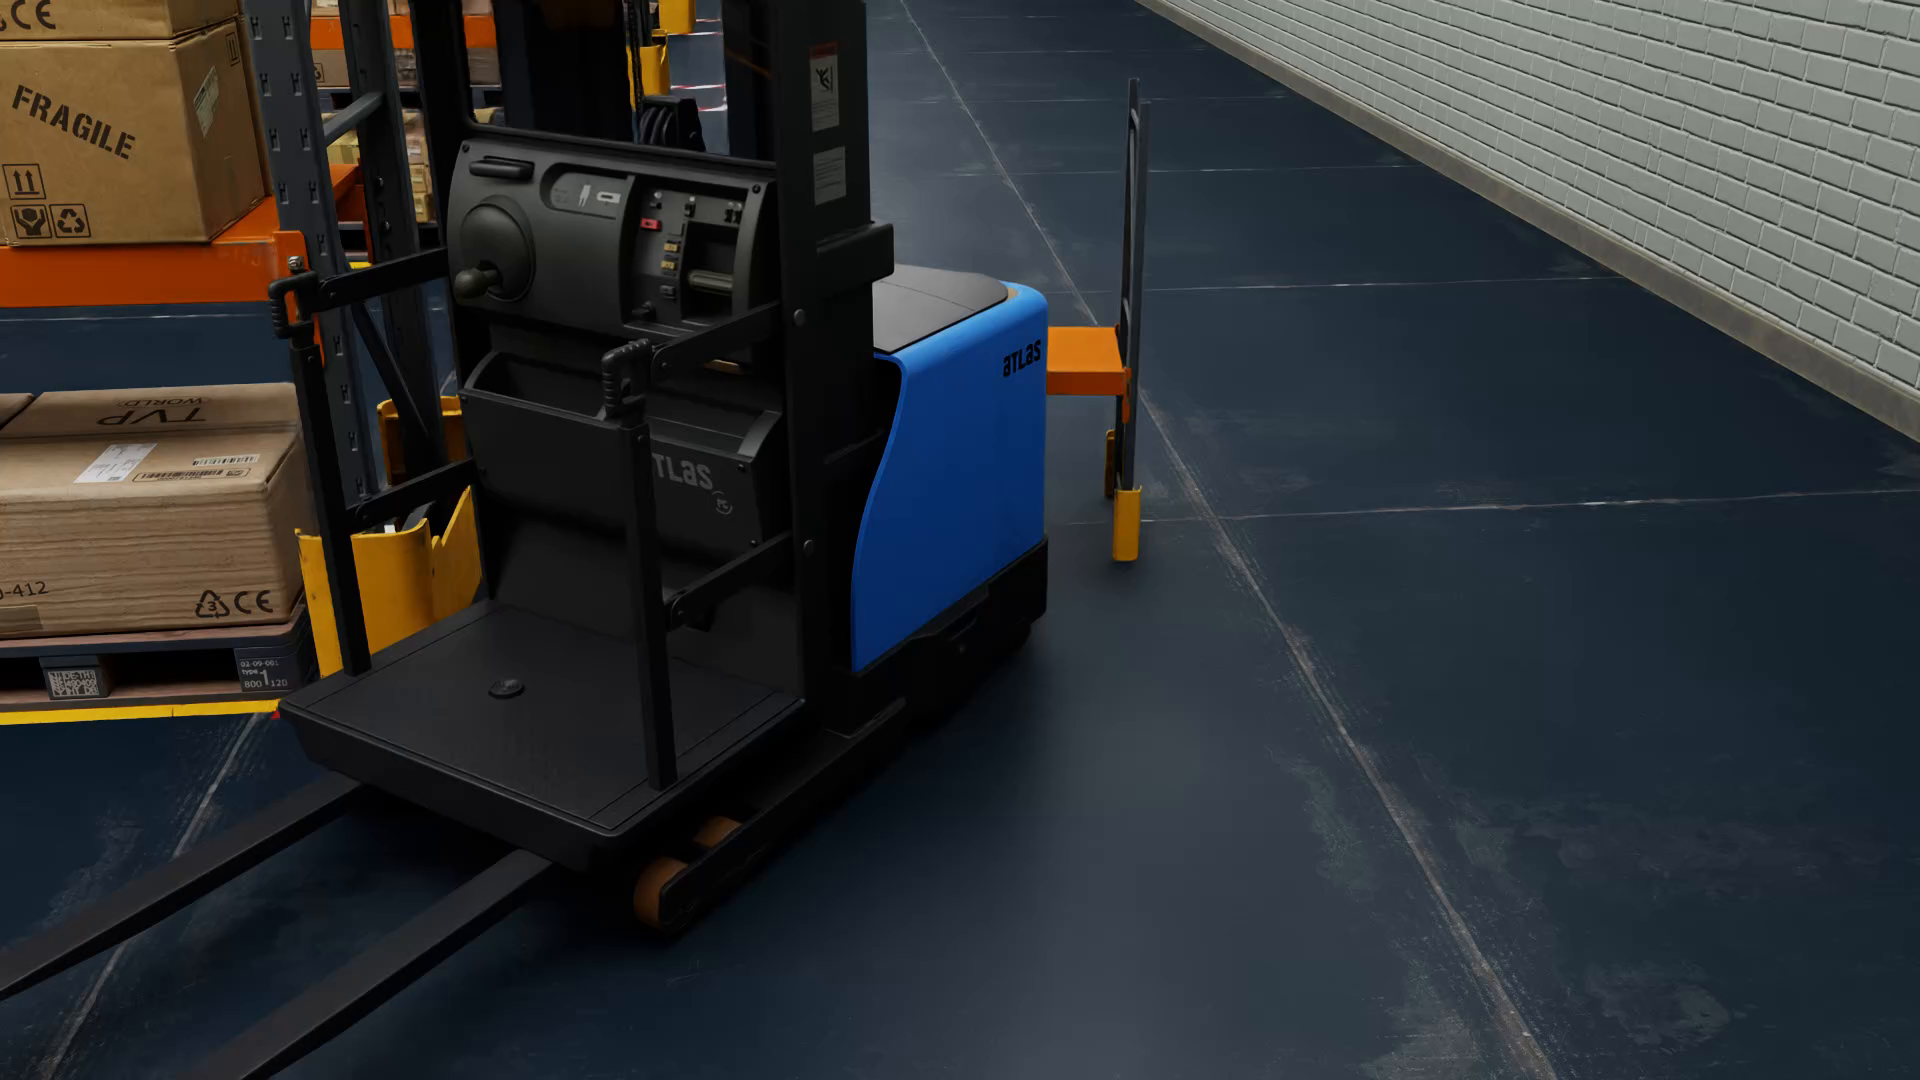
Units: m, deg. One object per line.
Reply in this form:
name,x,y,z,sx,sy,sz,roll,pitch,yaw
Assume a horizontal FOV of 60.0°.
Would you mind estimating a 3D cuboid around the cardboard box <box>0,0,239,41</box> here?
cardboard box,-2.193,-1.546,4.182,0.500,0.500,0.500,-2,24,-3

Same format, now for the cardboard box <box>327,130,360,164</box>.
cardboard box,-3.327,-2.145,9.143,0.250,0.149,0.380,-3,24,-6

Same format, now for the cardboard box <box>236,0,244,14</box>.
cardboard box,-2.242,-1.758,4.658,0.500,0.500,0.500,-3,24,-6

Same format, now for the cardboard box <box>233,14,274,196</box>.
cardboard box,-2.243,-1.302,4.863,0.500,0.500,0.500,-2,24,-6

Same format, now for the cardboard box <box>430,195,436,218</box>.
cardboard box,-2.827,-1.940,9.414,0.250,0.149,0.380,-2,24,-4

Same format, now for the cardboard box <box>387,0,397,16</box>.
cardboard box,-3.120,-2.903,8.898,0.250,0.149,0.380,-3,24,-6

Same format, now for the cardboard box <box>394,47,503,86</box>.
cardboard box,-4.245,-4.292,13.811,0.875,0.875,0.875,-2,24,-5

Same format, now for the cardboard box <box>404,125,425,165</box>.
cardboard box,-3.081,-2.207,9.282,0.250,0.149,0.380,-2,24,-4

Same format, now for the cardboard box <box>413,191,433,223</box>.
cardboard box,-3.073,-1.889,9.299,0.250,0.149,0.380,-2,24,-4

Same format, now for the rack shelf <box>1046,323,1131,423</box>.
rack shelf,0.058,-0.576,5.643,1.000,0.185,0.538,1,24,1

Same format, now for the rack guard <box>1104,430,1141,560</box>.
rack guard,0.565,-0.165,5.813,0.087,0.250,0.587,1,24,1

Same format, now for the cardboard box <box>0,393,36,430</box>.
cardboard box,-3.294,-0.074,4.860,0.875,0.438,0.875,-2,24,-4

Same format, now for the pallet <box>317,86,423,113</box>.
pallet,-4.710,-3.780,13.994,1.213,0.211,1.003,-2,24,-5

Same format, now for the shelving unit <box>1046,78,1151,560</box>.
shelving unit,0.068,-0.741,5.570,1.083,1.500,0.587,1,24,1

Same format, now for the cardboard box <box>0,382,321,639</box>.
cardboard box,-2.384,-0.114,4.950,0.875,0.438,0.875,-3,24,-7

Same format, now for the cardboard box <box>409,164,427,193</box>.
cardboard box,-3.086,-2.056,9.309,0.250,0.149,0.380,-3,24,-6

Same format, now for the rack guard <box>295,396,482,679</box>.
rack guard,-1.713,-0.018,5.175,0.348,0.500,1.175,-2,24,-5

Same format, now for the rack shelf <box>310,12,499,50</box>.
rack shelf,-4.314,-2.748,9.124,4.000,0.370,1.077,-2,24,-5

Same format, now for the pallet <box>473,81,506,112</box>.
pallet,-3.499,-3.827,14.101,1.213,0.211,1.003,-2,24,-5

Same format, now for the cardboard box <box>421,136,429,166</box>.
cardboard box,-2.826,-2.194,9.252,0.250,0.149,0.380,-2,24,-5

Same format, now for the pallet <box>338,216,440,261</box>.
pallet,-3.211,-1.861,9.676,1.213,0.211,1.003,-2,24,-5

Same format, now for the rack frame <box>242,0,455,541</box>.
rack frame,-1.737,-1.159,4.665,0.127,3.000,1.000,-2,24,-5

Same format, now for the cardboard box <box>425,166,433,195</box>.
cardboard box,-2.821,-2.045,9.284,0.250,0.149,0.380,-3,24,-7

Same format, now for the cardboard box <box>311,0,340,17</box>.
cardboard box,-3.371,-2.884,8.854,0.250,0.149,0.380,-2,24,-4

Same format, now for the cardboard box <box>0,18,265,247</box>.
cardboard box,-2.191,-1.079,4.361,0.500,0.500,0.500,-2,24,-5

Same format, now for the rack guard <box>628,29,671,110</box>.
rack guard,-2.687,-4.024,14.187,0.348,0.500,1.175,-2,24,-5

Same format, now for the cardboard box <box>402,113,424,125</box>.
cardboard box,-3.141,-2.374,9.658,0.250,0.149,0.380,-2,24,-4

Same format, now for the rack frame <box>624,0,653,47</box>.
rack frame,-2.711,-5.165,13.677,0.127,3.000,1.000,-2,24,-5

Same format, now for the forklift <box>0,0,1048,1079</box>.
forklift,-0.935,-0.670,3.648,1.130,2.935,3.031,14,28,29

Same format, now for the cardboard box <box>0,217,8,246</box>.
cardboard box,-2.692,-1.065,4.330,0.500,0.500,0.500,-3,24,-6

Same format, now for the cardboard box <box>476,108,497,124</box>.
cardboard box,-2.879,-2.434,9.792,0.250,0.149,0.380,-3,24,-8

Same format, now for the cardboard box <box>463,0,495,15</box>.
cardboard box,-2.621,-2.914,8.922,0.250,0.149,0.380,-2,24,-5

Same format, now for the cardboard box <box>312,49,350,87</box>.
cardboard box,-5.131,-4.256,13.731,0.875,0.875,0.875,-2,24,-5

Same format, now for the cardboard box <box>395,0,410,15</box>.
cardboard box,-2.872,-2.919,8.934,0.250,0.149,0.380,-2,24,-5

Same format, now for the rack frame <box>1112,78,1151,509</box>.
rack frame,0.567,-0.736,5.559,0.032,1.500,0.500,1,24,1

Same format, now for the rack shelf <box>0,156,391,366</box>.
rack shelf,-3.727,-0.751,4.632,4.000,0.370,1.077,-2,24,-5

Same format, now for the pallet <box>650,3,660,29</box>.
pallet,-4.022,-5.875,18.709,1.213,0.211,1.003,-2,24,-5

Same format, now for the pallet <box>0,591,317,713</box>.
pallet,-2.525,0.179,5.089,1.213,0.211,1.003,-2,24,-5

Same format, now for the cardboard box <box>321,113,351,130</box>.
cardboard box,-3.643,-2.372,9.655,0.250,0.149,0.380,-3,24,-8

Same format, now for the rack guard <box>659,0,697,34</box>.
rack guard,-3.175,-6.031,18.703,0.348,0.500,1.175,-2,24,-5

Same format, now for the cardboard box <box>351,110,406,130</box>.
cardboard box,-3.404,-2.416,9.752,0.250,0.149,0.380,-2,24,-5
